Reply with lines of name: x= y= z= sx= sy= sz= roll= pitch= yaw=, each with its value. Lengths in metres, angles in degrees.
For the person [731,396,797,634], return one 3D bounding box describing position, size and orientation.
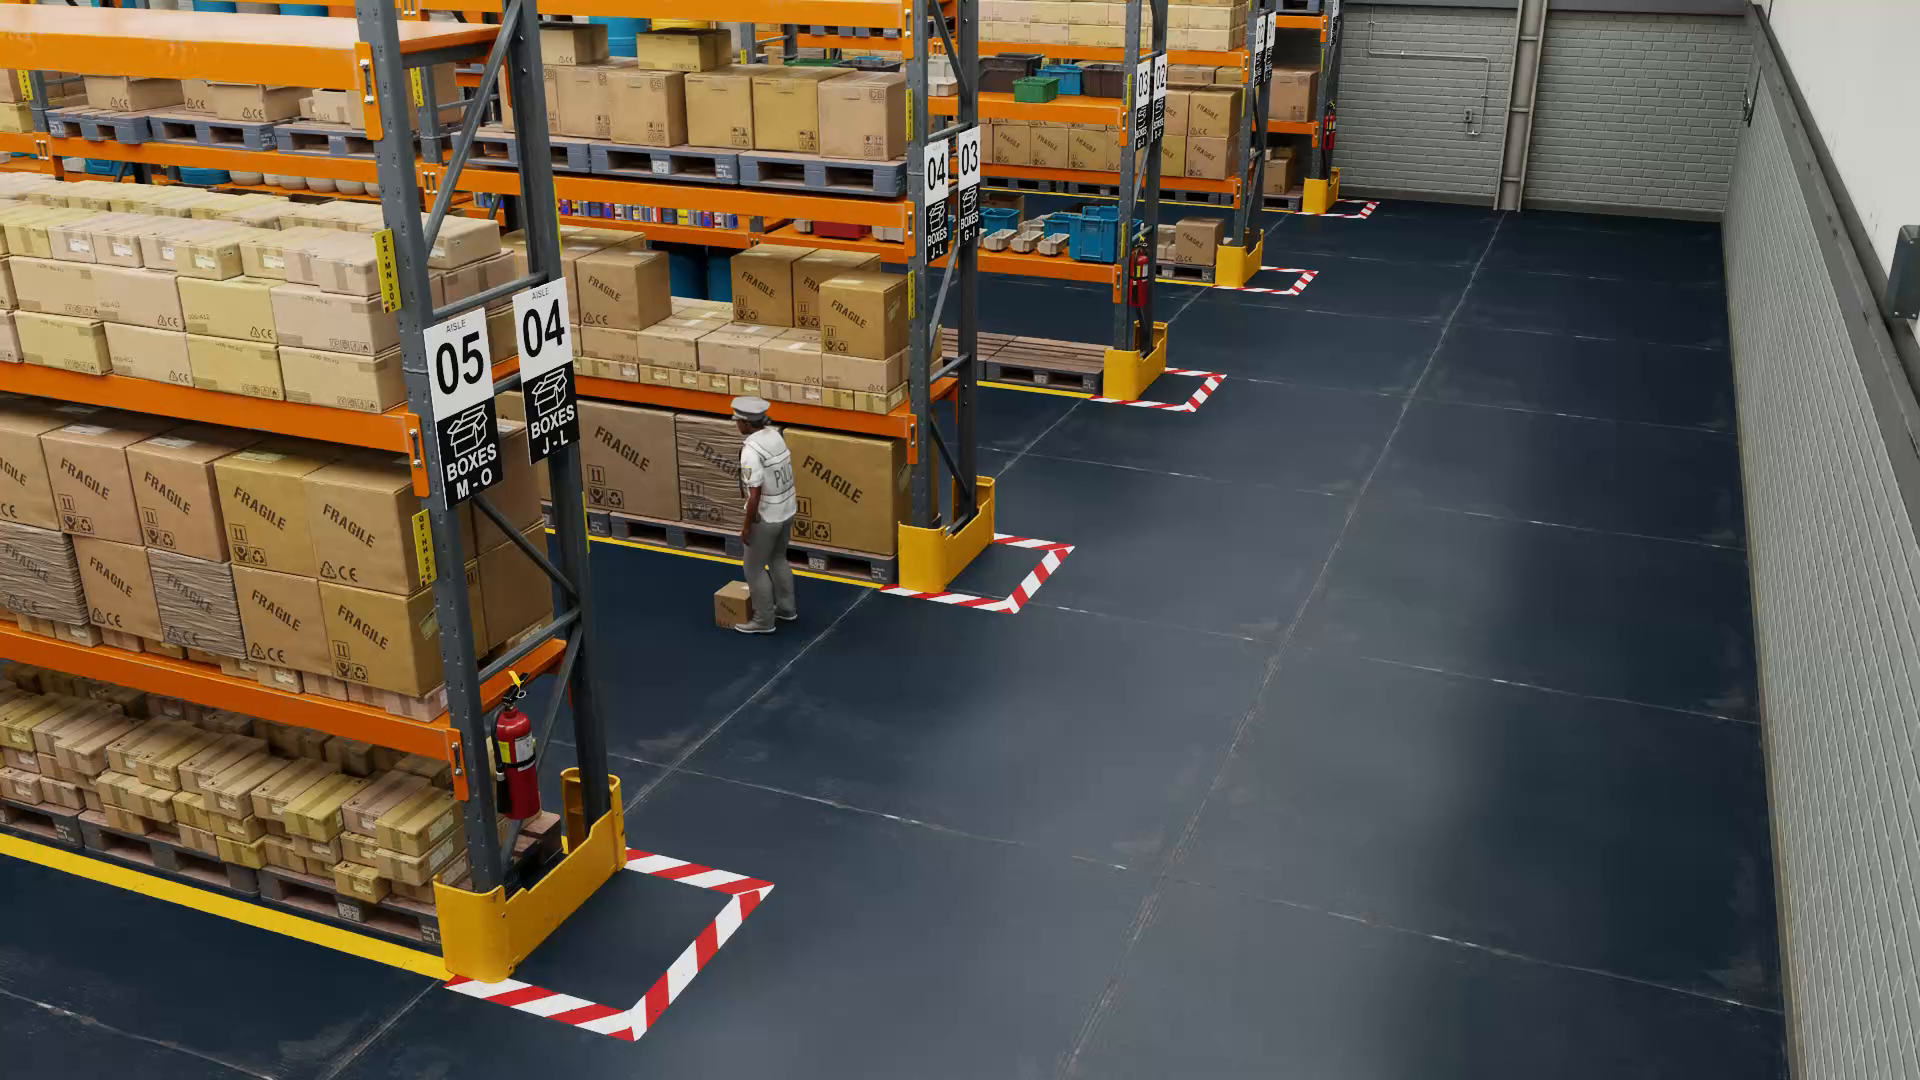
person: x=-1.328 y=-0.163 z=11.299 sx=0.415 sy=1.660 sz=0.506 roll=9 pitch=24 yaw=20
